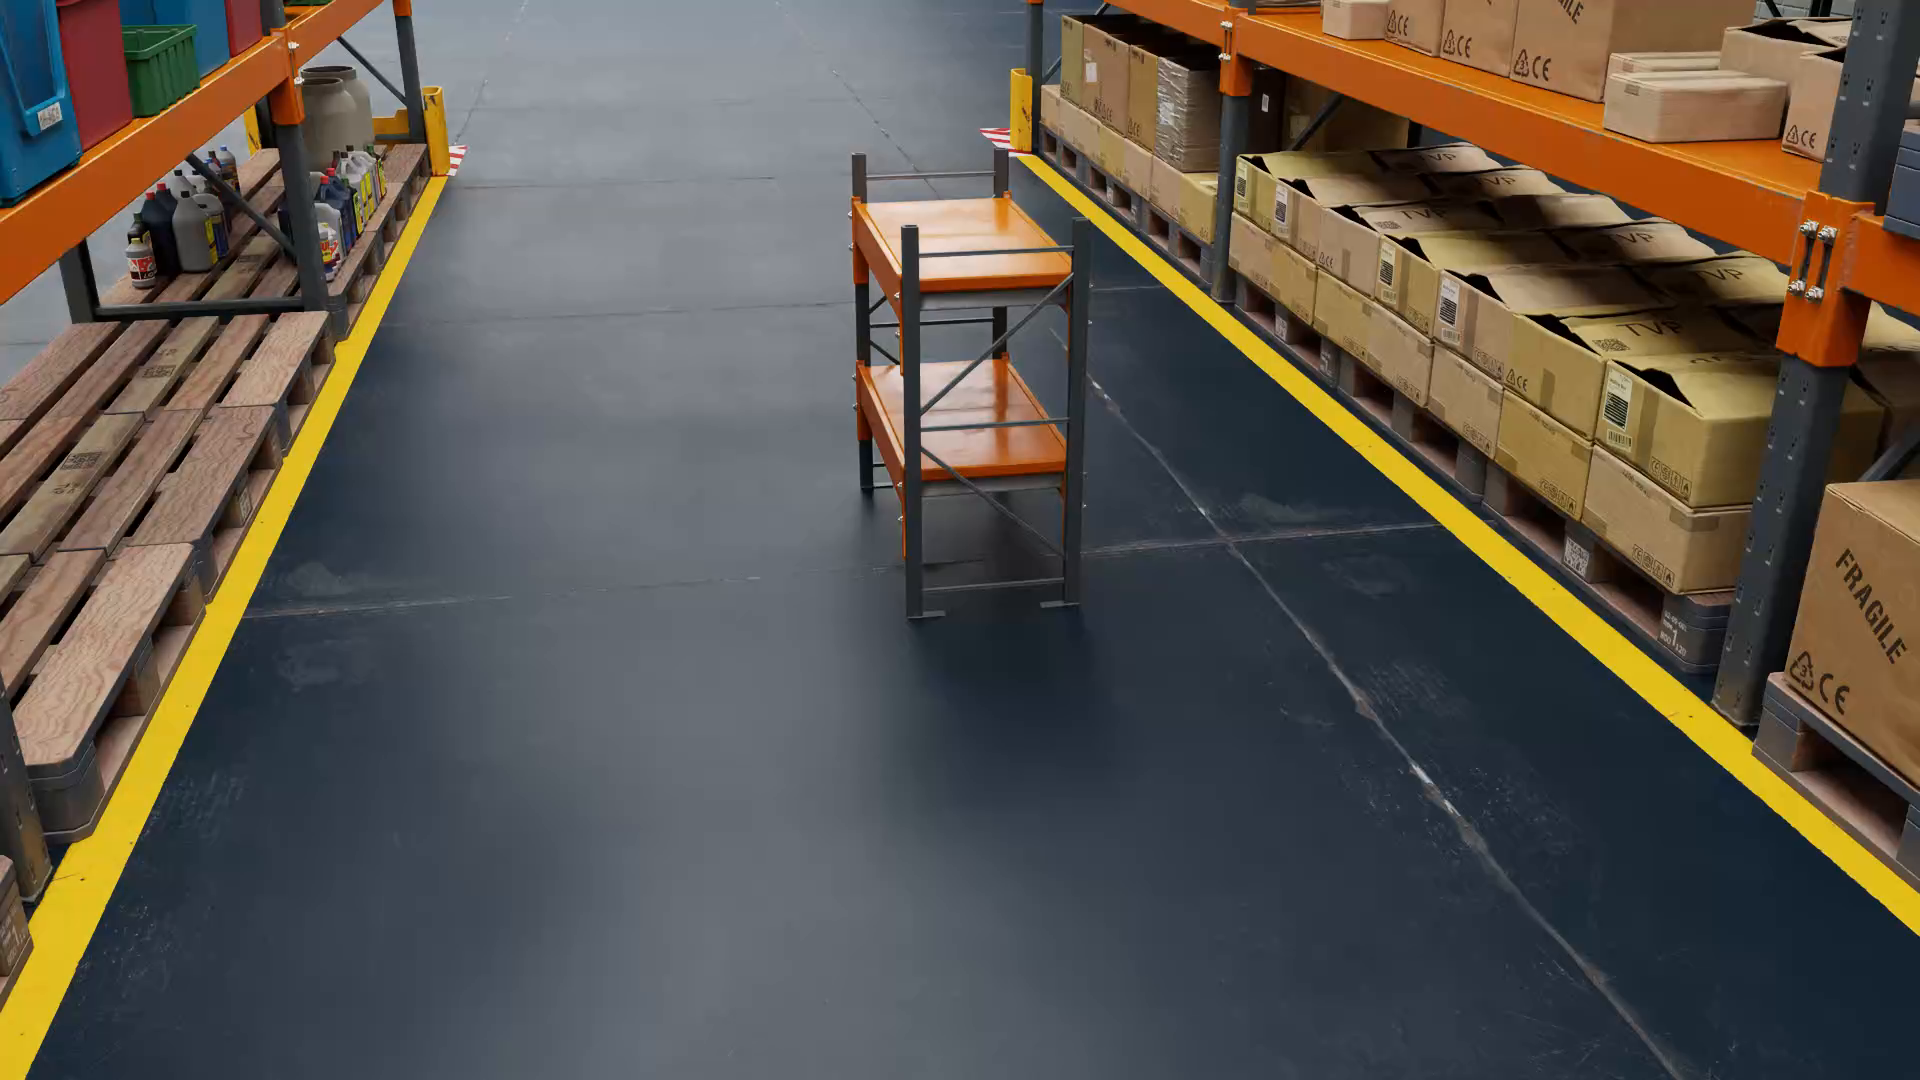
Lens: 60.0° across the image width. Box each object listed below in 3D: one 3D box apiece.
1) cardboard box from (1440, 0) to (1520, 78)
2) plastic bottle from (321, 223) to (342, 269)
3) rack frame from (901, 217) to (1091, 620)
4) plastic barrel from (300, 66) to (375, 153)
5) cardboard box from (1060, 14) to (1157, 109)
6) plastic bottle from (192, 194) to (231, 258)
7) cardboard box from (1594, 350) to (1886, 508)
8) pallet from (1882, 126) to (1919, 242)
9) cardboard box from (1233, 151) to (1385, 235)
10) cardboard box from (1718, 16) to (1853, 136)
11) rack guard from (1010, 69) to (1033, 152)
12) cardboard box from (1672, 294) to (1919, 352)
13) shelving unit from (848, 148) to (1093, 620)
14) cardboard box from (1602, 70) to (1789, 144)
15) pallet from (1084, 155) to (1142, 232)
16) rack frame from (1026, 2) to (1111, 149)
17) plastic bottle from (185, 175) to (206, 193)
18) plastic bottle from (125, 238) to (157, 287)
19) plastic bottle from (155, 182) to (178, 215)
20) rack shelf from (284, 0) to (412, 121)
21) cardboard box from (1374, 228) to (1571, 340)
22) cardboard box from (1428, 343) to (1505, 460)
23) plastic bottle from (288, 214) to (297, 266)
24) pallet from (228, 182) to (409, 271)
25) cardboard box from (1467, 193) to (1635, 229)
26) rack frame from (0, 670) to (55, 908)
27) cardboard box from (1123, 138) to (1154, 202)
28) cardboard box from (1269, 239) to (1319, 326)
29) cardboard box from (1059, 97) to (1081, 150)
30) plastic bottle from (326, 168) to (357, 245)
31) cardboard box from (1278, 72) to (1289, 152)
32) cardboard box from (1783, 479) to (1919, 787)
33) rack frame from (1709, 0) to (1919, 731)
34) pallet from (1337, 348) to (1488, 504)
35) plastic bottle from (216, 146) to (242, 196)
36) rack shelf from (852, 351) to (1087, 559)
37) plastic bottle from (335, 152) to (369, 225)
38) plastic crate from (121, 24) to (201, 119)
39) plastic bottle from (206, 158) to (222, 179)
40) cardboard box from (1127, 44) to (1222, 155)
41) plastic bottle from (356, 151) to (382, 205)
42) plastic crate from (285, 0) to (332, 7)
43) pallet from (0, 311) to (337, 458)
[{"bbox_3d":[2.003,-1.870,5.660,0.500,0.500,0.500,-4,24,-10],"label":"cardboard box"},{"bbox_3d":[-2.847,-1.324,7.480,0.097,0.201,0.097,0,24,0],"label":"plastic bottle"},{"bbox_3d":[0.095,-0.313,4.561,0.500,1.125,0.032,-4,24,-10],"label":"rack frame"},{"bbox_3d":[-3.724,-2.539,9.900,0.421,0.512,0.421,0,24,0],"label":"plastic barrel"},{"bbox_3d":[0.922,-2.958,10.248,0.500,0.500,0.500,-4,24,-10],"label":"cardboard box"},{"bbox_3d":[-3.478,-1.449,7.673,0.152,0.276,0.135,-4,24,-10],"label":"plastic bottle"},{"bbox_3d":[2.088,-0.336,4.482,0.500,0.311,0.500,-4,24,-8],"label":"cardboard box"},{"bbox_3d":[2.621,-0.609,3.137,1.213,0.211,1.003,-4,24,-10],"label":"pallet"},{"bbox_3d":[1.519,-1.541,7.240,0.500,0.311,0.500,-4,24,-10],"label":"cardboard box"},{"bbox_3d":[2.452,-1.284,4.554,0.500,0.311,0.500,-5,24,-10],"label":"cardboard box"},{"bbox_3d":[0.943,-2.969,11.424,1.175,0.500,0.348,-4,24,-10],"label":"rack guard"},{"bbox_3d":[2.513,-0.582,5.045,0.500,0.311,0.500,-5,24,-11],"label":"cardboard box"},{"bbox_3d":[0.001,-0.513,5.019,0.538,1.125,1.048,-4,24,-10],"label":"shelving unit"},{"bbox_3d":[1.989,-1.177,4.511,0.380,0.149,0.250,-4,24,-10],"label":"cardboard box"},{"bbox_3d":[1.352,-2.051,9.682,1.003,0.211,1.213,-4,24,-10],"label":"pallet"},{"bbox_3d":[0.947,-4.105,10.902,1.000,3.000,0.127,-4,24,-10],"label":"rack frame"},{"bbox_3d":[-3.705,-1.619,8.063,0.152,0.276,0.135,-4,24,-9],"label":"plastic bottle"},{"bbox_3d":[-3.555,-1.206,7.210,0.097,0.201,0.097,0,24,0],"label":"plastic bottle"},{"bbox_3d":[-3.619,-1.462,7.610,0.144,0.351,0.185,-6,24,-12],"label":"plastic bottle"},{"bbox_3d":[-3.551,-2.624,8.409,1.077,0.370,4.000,-4,24,-10],"label":"rack shelf"},{"bbox_3d":[1.804,-0.936,5.855,0.500,0.311,0.500,-4,24,-8],"label":"cardboard box"},{"bbox_3d":[1.901,-0.481,5.513,0.500,0.250,0.500,-4,24,-9],"label":"cardboard box"},{"bbox_3d":[-3.001,-1.399,7.549,0.061,0.283,0.133,-4,24,-10],"label":"plastic bottle"},{"bbox_3d":[-3.494,-1.637,8.735,1.003,0.211,1.213,-4,24,-10],"label":"pallet"},{"bbox_3d":[2.236,-1.183,6.420,0.500,0.311,0.500,-4,24,-10],"label":"cardboard box"},{"bbox_3d":[-2.442,-0.594,2.861,1.000,3.000,0.127,-4,24,-10],"label":"rack frame"},{"bbox_3d":[1.197,-2.024,9.047,0.500,0.250,0.500,-4,24,-10],"label":"cardboard box"},{"bbox_3d":[1.611,-1.086,6.900,0.500,0.250,0.500,-4,24,-8],"label":"cardboard box"},{"bbox_3d":[0.924,-2.614,10.398,0.500,0.250,0.500,-4,24,-10],"label":"cardboard box"},{"bbox_3d":[-2.958,-1.577,7.873,0.144,0.351,0.185,-5,24,-12],"label":"plastic bottle"},{"bbox_3d":[1.809,-2.210,8.536,0.500,0.500,0.500,-4,24,-10],"label":"cardboard box"},{"bbox_3d":[2.230,0.185,3.651,0.500,0.500,0.500,-3,24,-7],"label":"cardboard box"},{"bbox_3d":[2.427,-0.959,3.697,1.000,3.000,0.127,-4,24,-10],"label":"rack frame"},{"bbox_3d":[2.091,-0.486,6.100,1.003,0.211,1.213,-4,24,-10],"label":"pallet"},{"bbox_3d":[-3.892,-1.955,8.839,0.097,0.271,0.097,0,24,0],"label":"plastic bottle"},{"bbox_3d":[0.001,-0.289,5.117,0.538,0.278,1.000,-4,24,-10],"label":"rack shelf"},{"bbox_3d":[-3.036,-1.744,8.256,0.144,0.351,0.185,-4,24,-10],"label":"plastic bottle"},{"bbox_3d":[-2.582,-1.406,4.986,0.450,0.188,0.662,-4,24,-10],"label":"plastic crate"},{"bbox_3d":[-3.829,-1.821,8.530,0.097,0.271,0.097,0,24,0],"label":"plastic bottle"},{"bbox_3d":[1.209,-2.368,8.899,0.500,0.500,0.500,-4,24,-10],"label":"cardboard box"},{"bbox_3d":[-3.131,-1.903,8.712,0.152,0.276,0.135,-4,24,-9],"label":"plastic bottle"},{"bbox_3d":[-3.155,-2.625,7.777,0.450,0.188,0.662,-4,24,-10],"label":"plastic crate"},{"bbox_3d":[-2.998,-0.583,6.321,1.003,0.211,1.213,-4,24,-10],"label":"pallet"}]
